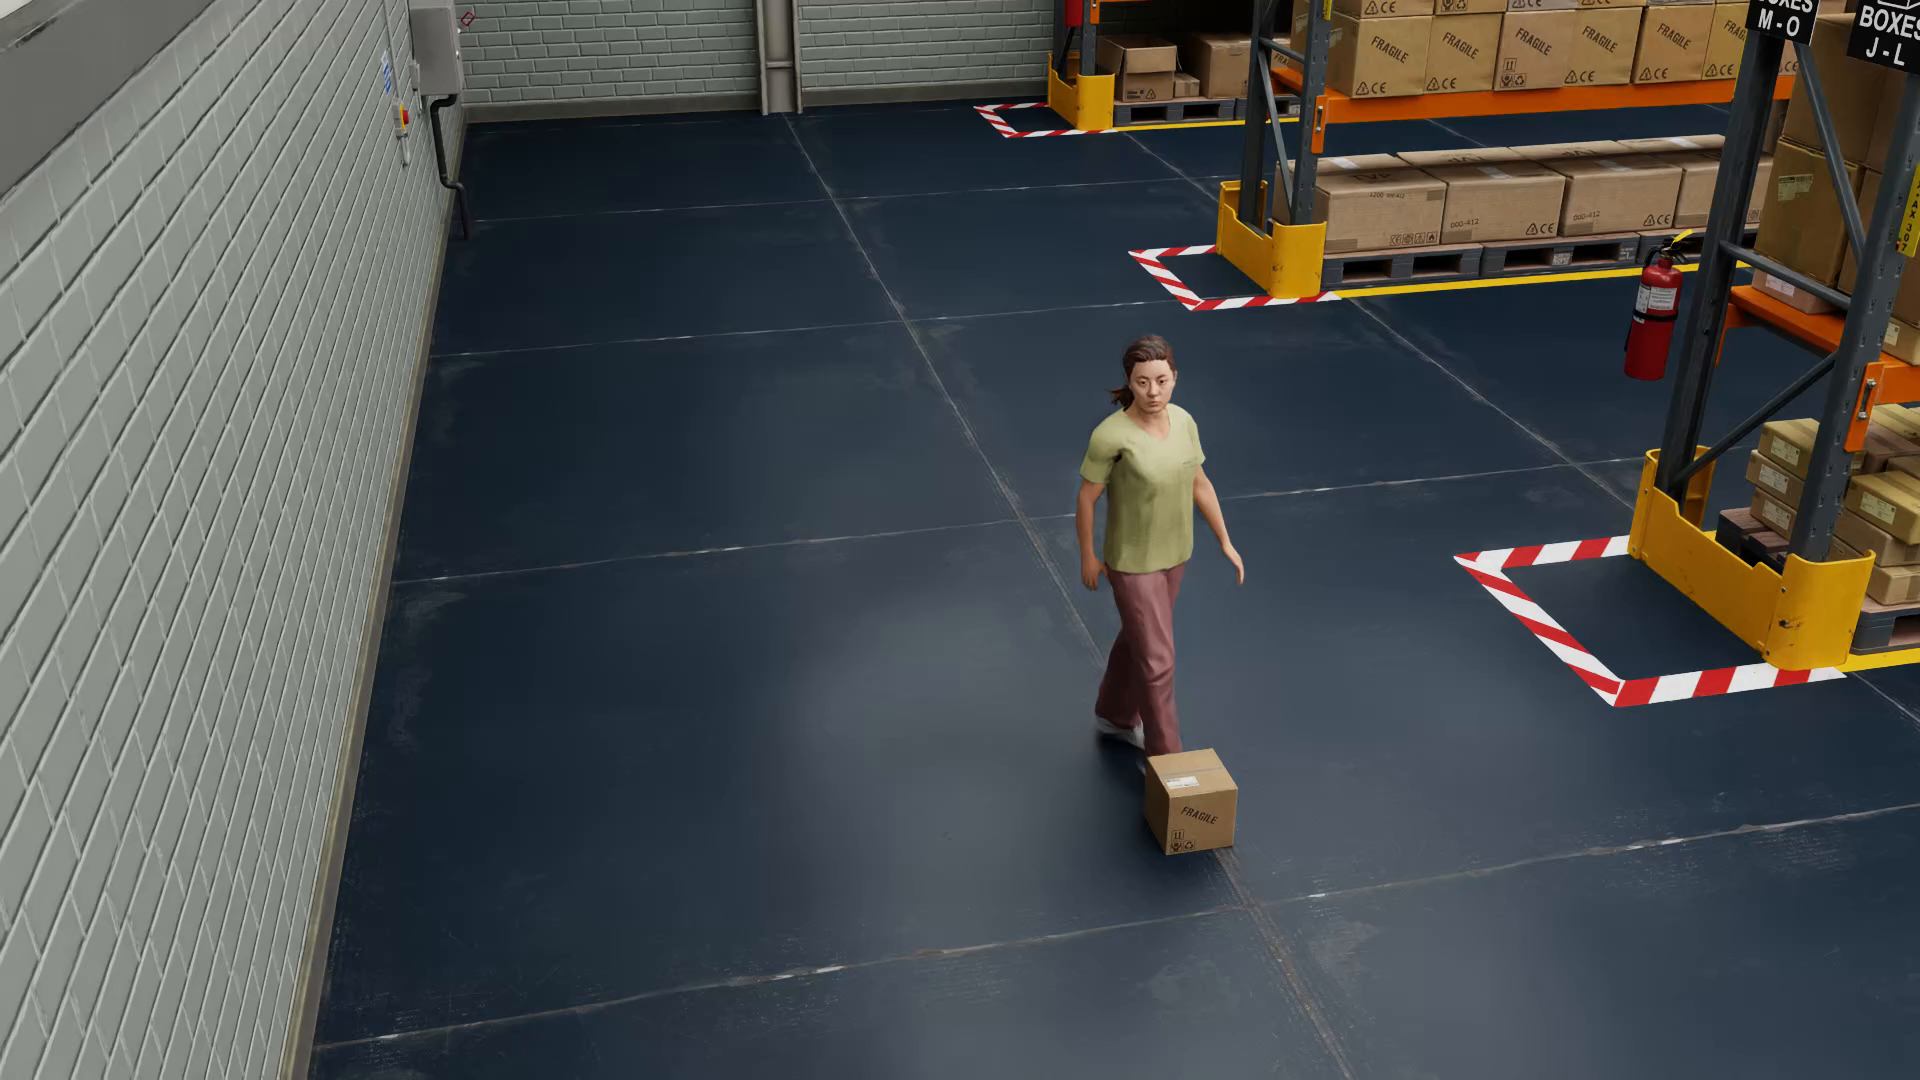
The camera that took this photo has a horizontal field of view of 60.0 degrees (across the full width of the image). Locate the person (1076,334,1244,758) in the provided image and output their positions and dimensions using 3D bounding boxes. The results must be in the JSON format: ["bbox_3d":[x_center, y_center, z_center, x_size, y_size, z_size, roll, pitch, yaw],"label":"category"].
[{"bbox_3d":[0.730,0.125,5.913,0.470,1.721,0.644,-21,33,-35],"label":"person"}]
